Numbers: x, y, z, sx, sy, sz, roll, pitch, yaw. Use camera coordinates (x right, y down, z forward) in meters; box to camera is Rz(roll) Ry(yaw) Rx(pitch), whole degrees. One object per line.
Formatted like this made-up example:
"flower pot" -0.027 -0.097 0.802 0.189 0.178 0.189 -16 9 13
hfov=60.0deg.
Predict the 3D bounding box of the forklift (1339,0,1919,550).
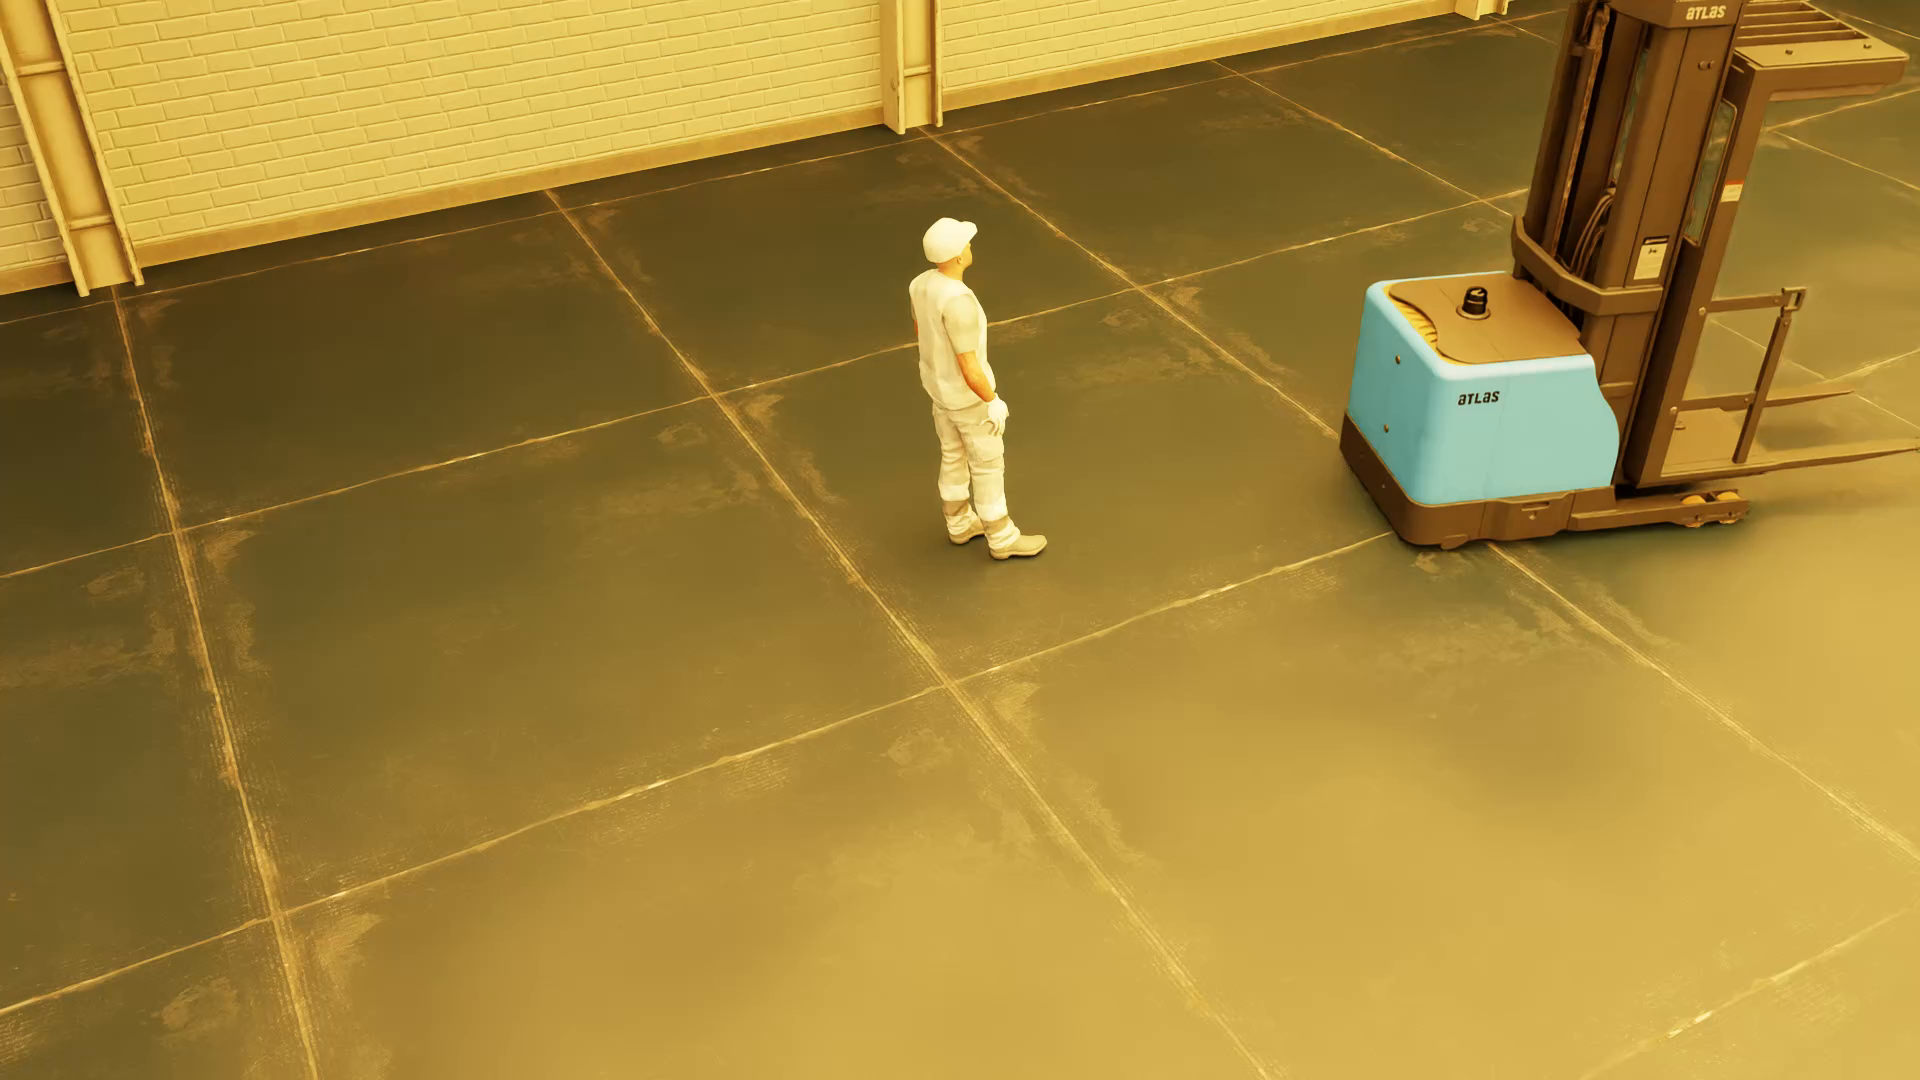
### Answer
"forklift" 3.680 -1.557 8.326 3.031 2.935 1.130 -6 36 -9

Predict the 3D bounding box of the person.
"person" 0.076 -0.752 8.163 0.564 1.787 0.637 -17 39 -23
